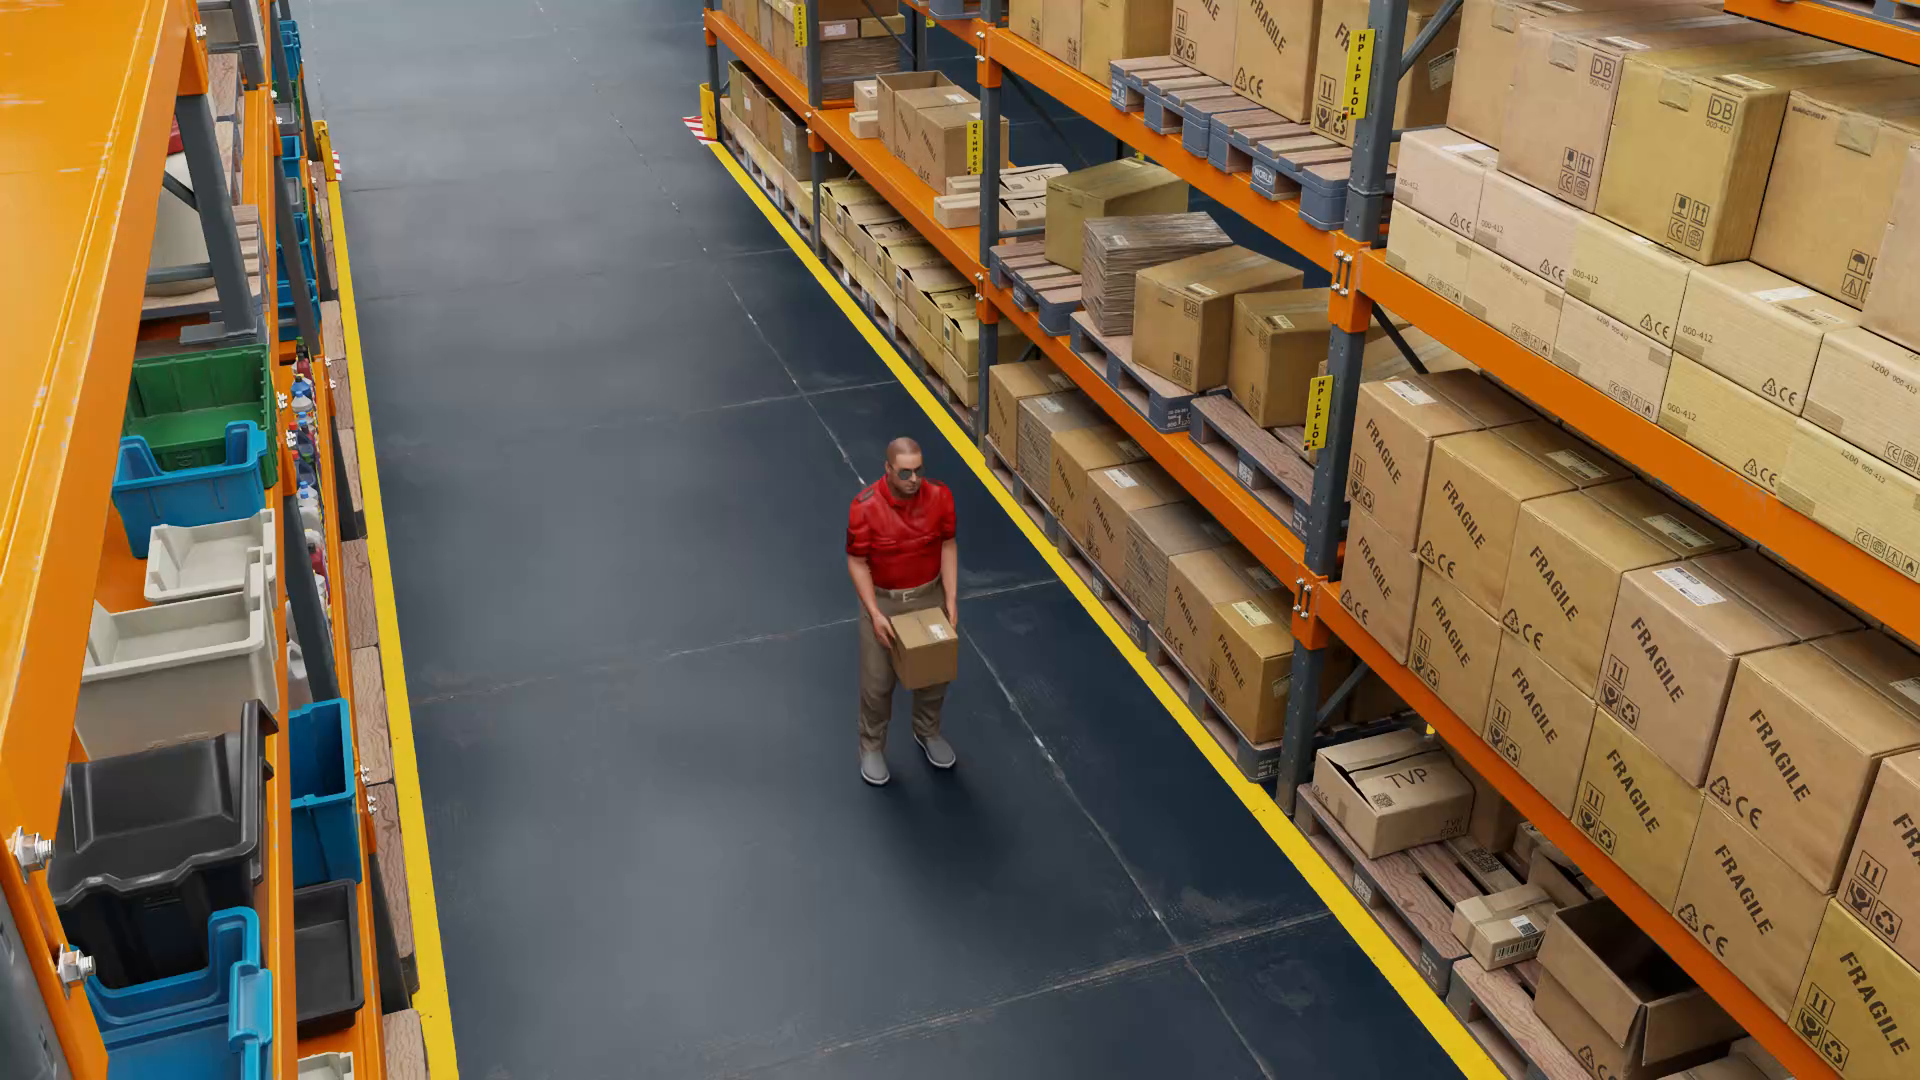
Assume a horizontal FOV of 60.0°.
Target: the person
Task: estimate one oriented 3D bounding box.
[{"bbox_3d":[-0.249,0.320,7.791,0.539,1.733,0.431,-11,31,-18],"label":"person"}]
